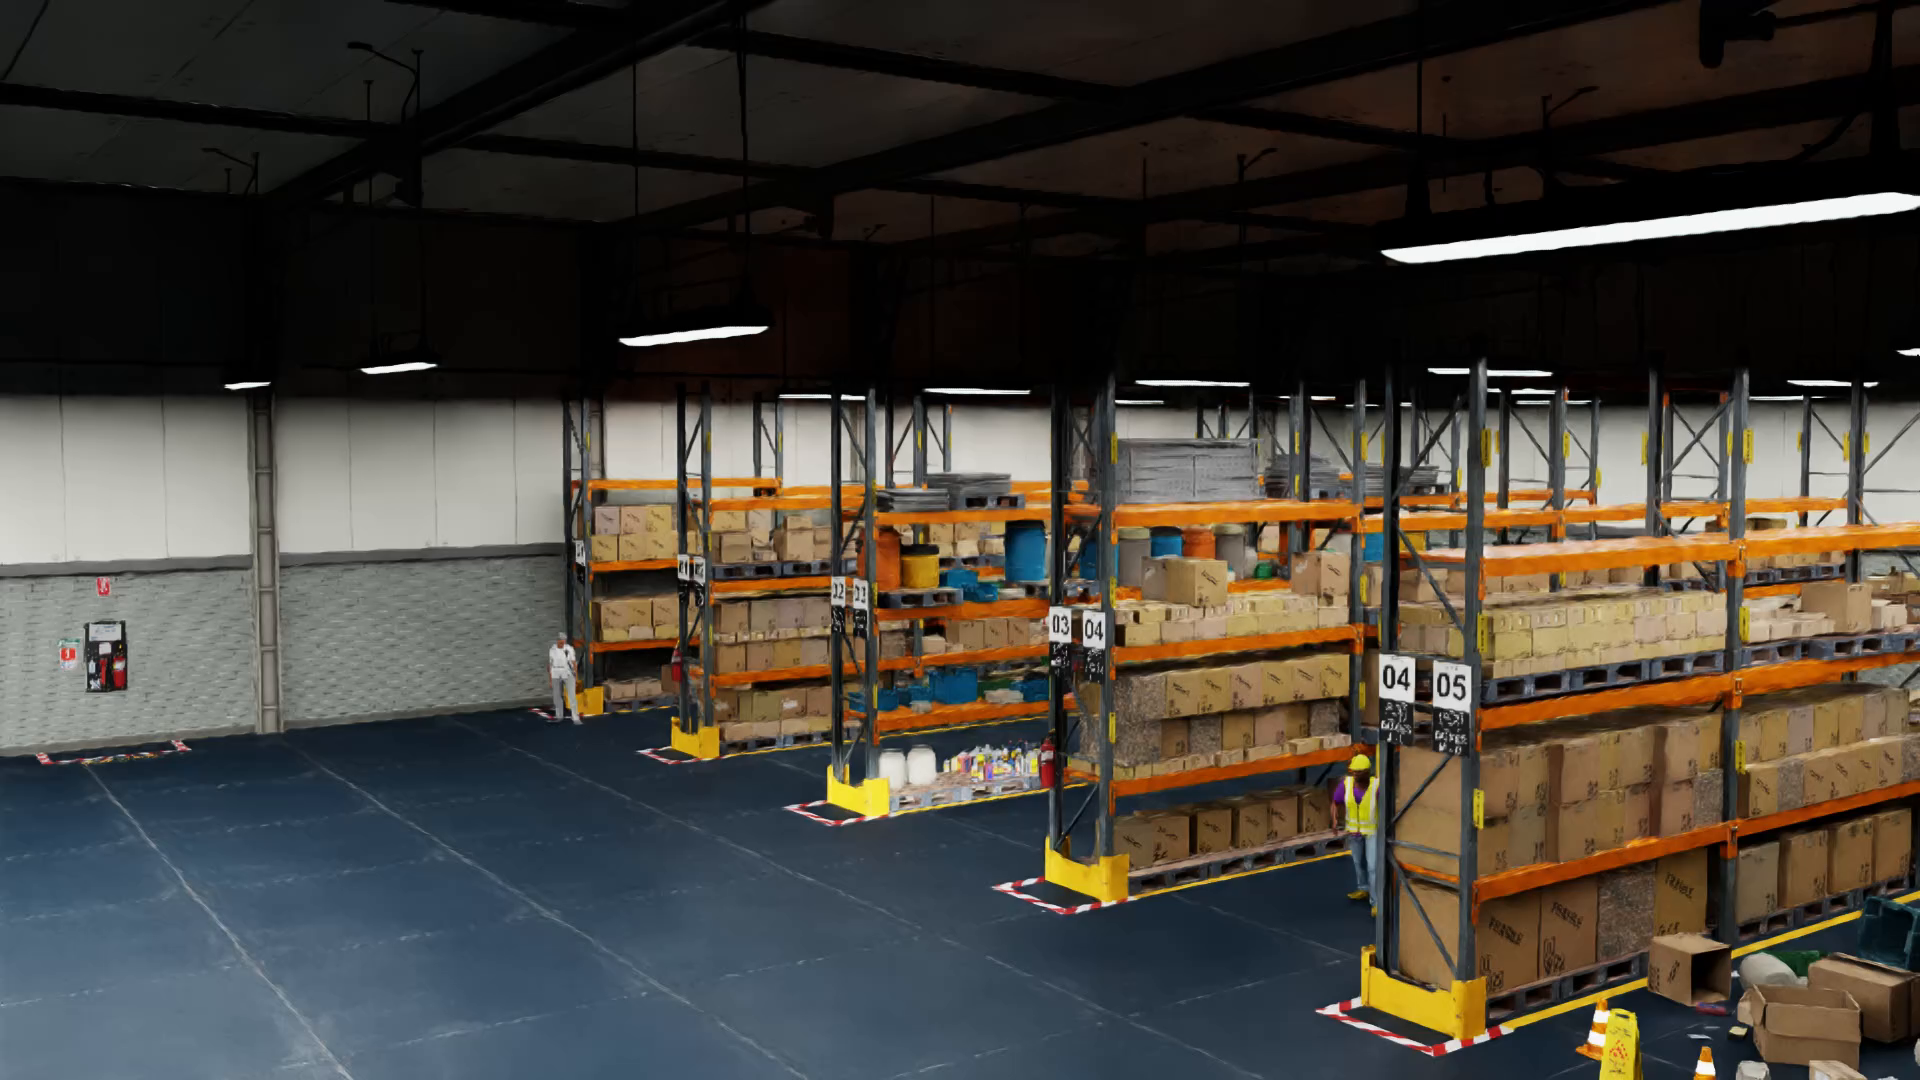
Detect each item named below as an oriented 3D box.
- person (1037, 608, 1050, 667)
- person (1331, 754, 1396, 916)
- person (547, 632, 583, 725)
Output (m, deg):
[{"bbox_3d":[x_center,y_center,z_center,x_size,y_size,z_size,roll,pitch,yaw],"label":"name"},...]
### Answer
[{"bbox_3d":[1.803,2.133,33.058,0.606,1.786,0.493,0,4,-6],"label":"person"},{"bbox_3d":[4.403,3.150,18.053,0.708,1.703,0.842,3,5,38],"label":"person"},{"bbox_3d":[-6.999,2.439,29.452,0.734,1.655,0.563,0,4,3],"label":"person"}]
